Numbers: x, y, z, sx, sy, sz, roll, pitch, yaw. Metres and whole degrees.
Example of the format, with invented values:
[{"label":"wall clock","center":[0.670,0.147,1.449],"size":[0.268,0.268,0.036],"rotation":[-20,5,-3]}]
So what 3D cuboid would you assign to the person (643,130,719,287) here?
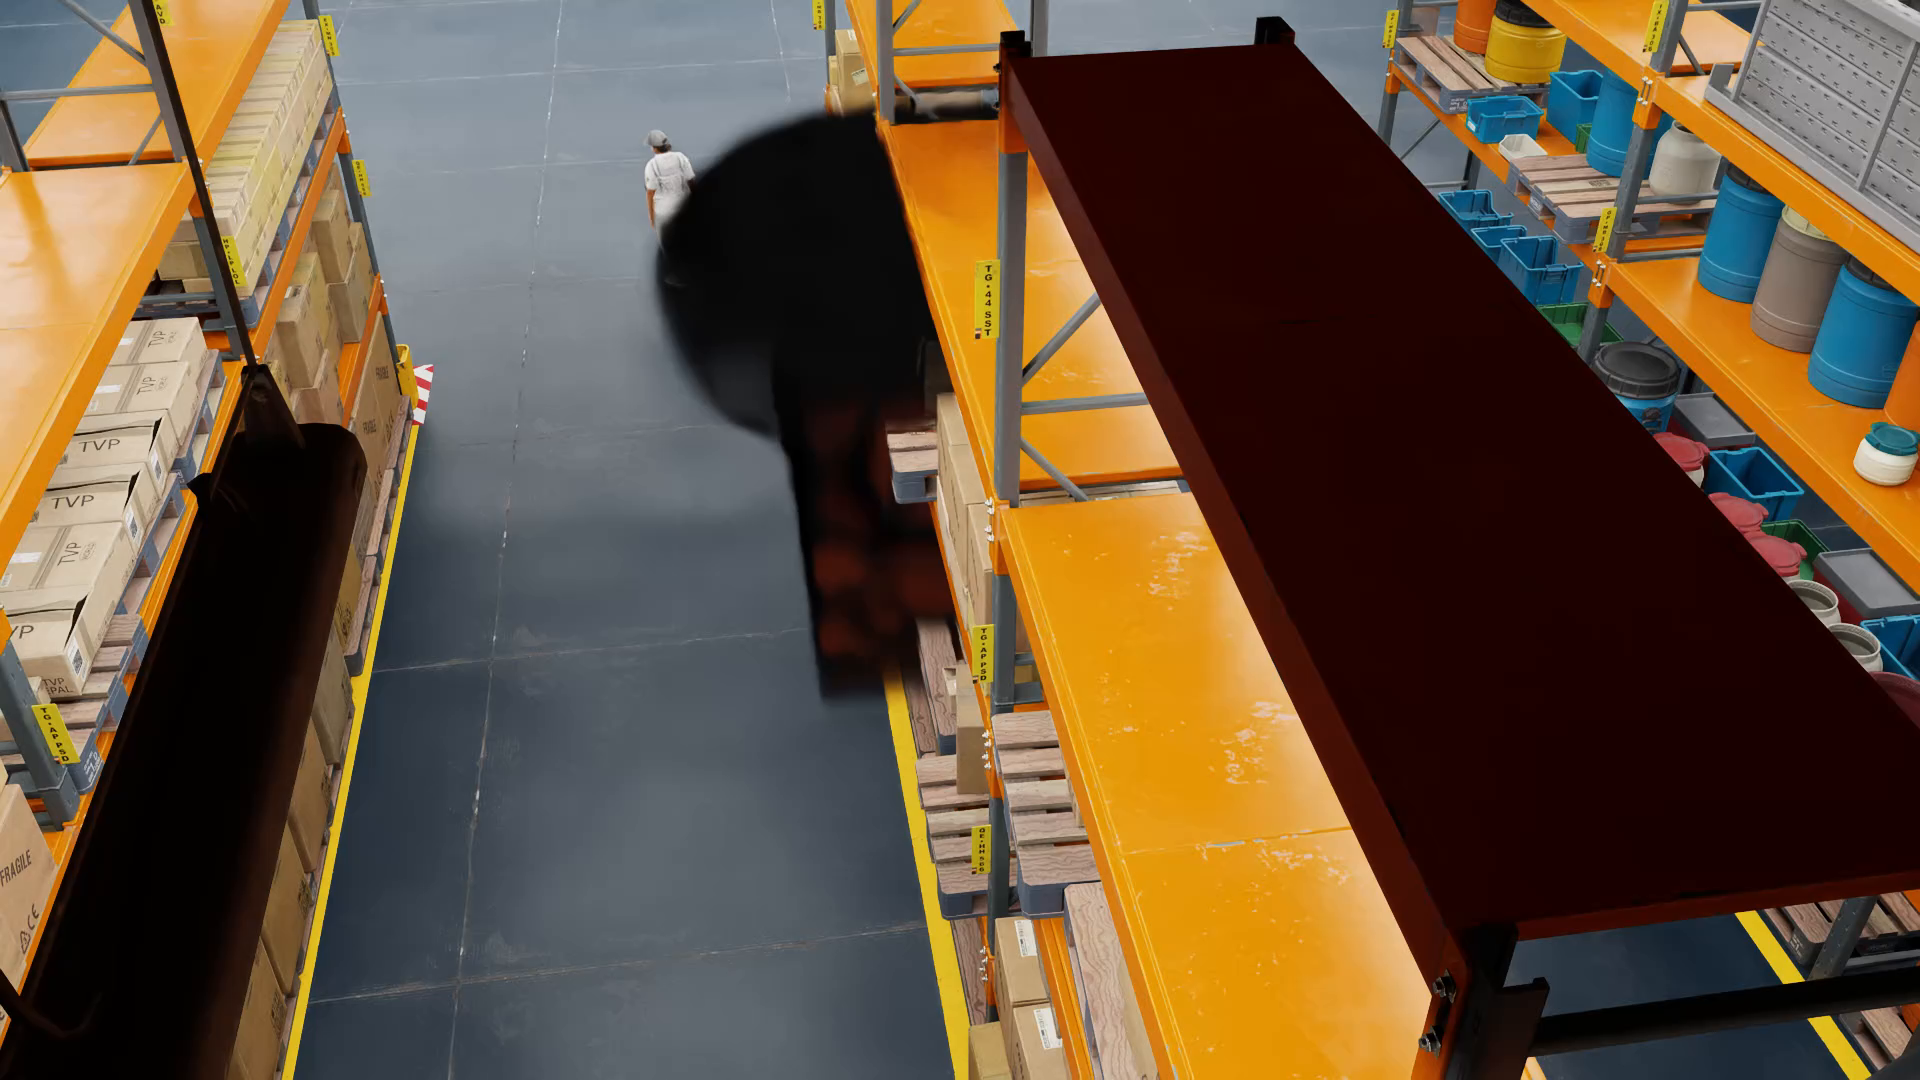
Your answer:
[{"label":"person","center":[-2.791,-3.284,16.544],"size":[0.615,1.645,0.506],"rotation":[-18,40,-23]}]

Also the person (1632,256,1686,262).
[{"label":"person","center":[6.882,-2.983,16.146],"size":[0.908,1.100,0.641],"rotation":[-5,37,-7]}]
